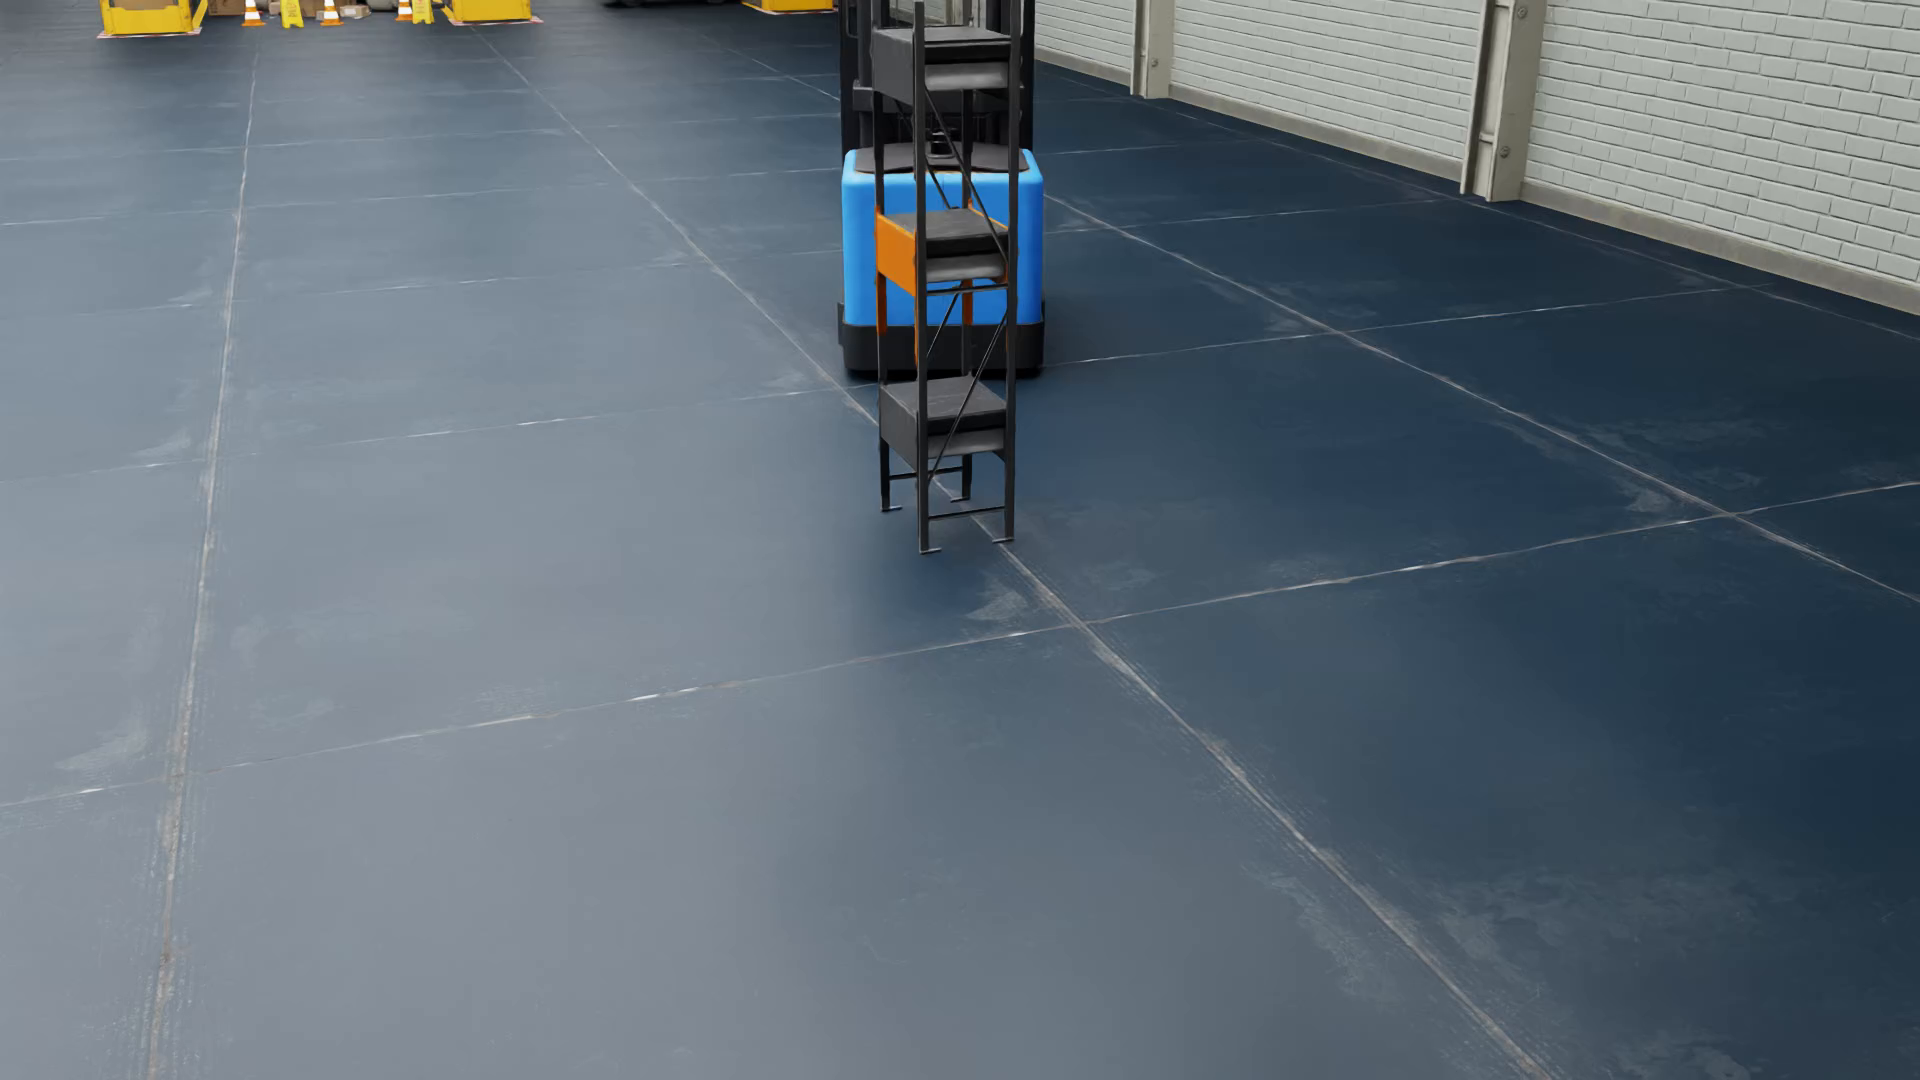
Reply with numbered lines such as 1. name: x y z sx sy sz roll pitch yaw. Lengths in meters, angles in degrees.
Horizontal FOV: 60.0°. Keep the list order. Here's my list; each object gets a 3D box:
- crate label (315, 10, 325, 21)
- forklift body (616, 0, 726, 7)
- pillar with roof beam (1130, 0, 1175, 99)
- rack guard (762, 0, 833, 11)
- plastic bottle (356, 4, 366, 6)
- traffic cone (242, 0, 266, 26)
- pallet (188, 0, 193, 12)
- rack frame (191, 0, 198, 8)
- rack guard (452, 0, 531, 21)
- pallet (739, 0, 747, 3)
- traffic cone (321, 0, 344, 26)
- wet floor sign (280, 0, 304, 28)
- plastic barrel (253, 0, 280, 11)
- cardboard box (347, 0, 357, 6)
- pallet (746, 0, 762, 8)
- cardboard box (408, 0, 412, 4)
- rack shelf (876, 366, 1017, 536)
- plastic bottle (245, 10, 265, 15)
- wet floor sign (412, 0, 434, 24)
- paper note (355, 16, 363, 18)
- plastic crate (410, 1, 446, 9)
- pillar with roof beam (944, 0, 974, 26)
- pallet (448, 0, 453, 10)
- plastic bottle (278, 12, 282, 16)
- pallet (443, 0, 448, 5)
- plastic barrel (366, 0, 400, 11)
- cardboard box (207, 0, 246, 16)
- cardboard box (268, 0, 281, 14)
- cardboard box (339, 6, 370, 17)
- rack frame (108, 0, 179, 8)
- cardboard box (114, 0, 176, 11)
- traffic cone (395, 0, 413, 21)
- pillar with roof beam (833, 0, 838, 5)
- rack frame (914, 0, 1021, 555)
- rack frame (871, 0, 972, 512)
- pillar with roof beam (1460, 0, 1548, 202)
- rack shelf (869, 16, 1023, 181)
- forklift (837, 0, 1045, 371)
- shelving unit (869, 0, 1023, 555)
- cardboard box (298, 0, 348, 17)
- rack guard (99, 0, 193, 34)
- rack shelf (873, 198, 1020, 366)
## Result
1. crate label: -9.982 -8.268 26.191 0.298 0.136 0.250 18 29 36
2. forklift body: -5.103 -10.337 28.506 2.313 2.155 1.214 -8 24 -19
3. pillar with roof beam: -1.918 -8.480 15.283 9.100 9.000 0.400 -8 24 -19
4. rack guard: -2.718 -9.129 27.765 1.175 0.500 0.348 -8 24 -19
5. plastic bottle: -10.081 -8.980 27.977 0.133 0.061 0.283 -4 23 -10
6. traffic cone: -10.823 -8.110 25.396 0.336 0.463 0.334 -8 24 -19
7. pallet: -13.182 -8.773 27.292 1.003 0.211 1.213 -8 24 -19
8. rack frame: -13.377 -10.345 27.431 1.000 3.000 0.127 -8 24 -19
9. rack guard: -7.396 -8.483 26.232 1.175 0.500 0.348 -8 24 -19
10. pallet: -3.463 -9.719 29.538 1.003 0.211 1.213 -8 24 -19
11. traffic cone: -9.646 -8.141 25.470 0.336 0.463 0.334 -8 24 -19
12. wet floor sign: -10.102 -8.067 25.060 0.267 0.644 0.232 -13 26 -28
13. plastic barrel: -11.541 -8.956 27.453 0.512 0.421 0.421 8 24 18
14. cardboard box: -10.502 -9.210 28.260 0.396 0.266 0.258 12 26 27
15. pallet: -3.036 -9.277 28.488 1.003 0.211 1.213 -8 24 -19
16. cardboard box: -9.677 -9.334 28.248 0.500 0.500 0.500 8 24 18
17. rack shelf: -0.058 -0.370 6.762 0.431 0.518 0.480 -8 24 -19
18. plastic bottle: -11.410 -8.532 26.913 0.283 0.061 0.133 -18 29 -37
19. wet floor sign: -8.303 -8.306 25.627 0.267 0.644 0.232 0 23 -1
20. paper note: -9.565 -8.309 26.425 0.148 0.019 0.142 -18 29 -37
21. plastic crate: -8.995 -9.032 28.076 0.402 0.080 0.583 -18 29 -37
22. pillar with roof beam: -4.037 -10.660 20.455 9.100 9.000 0.400 -8 24 -19
23. pallet: -8.077 -9.092 28.050 1.003 0.211 1.213 -8 24 -19
24. plastic bottle: -10.871 -8.459 26.741 0.133 0.061 0.283 -18 29 -37
25. pallet: -8.512 -9.536 29.104 1.003 0.211 1.213 -8 24 -19
26. plastic barrel: -9.515 -8.963 27.470 0.512 0.421 0.421 8 24 18
27. cardboard box: -11.869 -8.771 26.912 0.500 0.500 0.500 -4 23 -10
28. cardboard box: -11.047 -8.713 27.080 0.396 0.266 0.258 -4 23 -10
29. cardboard box: -9.722 -8.492 26.707 0.380 0.149 0.250 4 23 9
30. rack frame: -11.964 -8.891 23.983 1.000 3.000 0.127 -8 24 -19
31. cardboard box: -12.266 -8.343 24.877 0.875 0.875 0.875 -8 24 -19
32. traffic cone: -8.728 -8.417 26.125 0.336 0.463 0.334 -8 24 -19
33. pillar with roof beam: -6.157 -12.840 25.628 9.100 9.000 0.400 -8 24 -19
34. rack frame: 0.028 -0.939 6.275 0.400 2.100 0.015 -8 24 -19
35. rack frame: -0.145 -1.116 6.695 0.400 2.100 0.015 -8 24 -19
36. pillar with roof beam: 0.202 -6.300 10.110 9.100 9.000 0.400 -8 24 -19
37. rack shelf: -0.058 -1.660 6.218 0.431 0.518 0.480 -8 24 -19
38. forklift: -0.140 -2.760 9.524 1.130 2.935 3.031 -1 23 -2
39. shelving unit: -0.058 -1.028 6.485 0.431 2.100 0.503 -8 24 -19
40. cardboard box: -10.358 -8.748 26.856 0.637 0.503 0.797 12 26 27
41. rack guard: -11.956 -7.731 24.448 1.175 0.500 0.348 -8 24 -19
42. rack shelf: -0.058 -1.015 6.490 0.431 0.518 0.480 -8 24 -19
